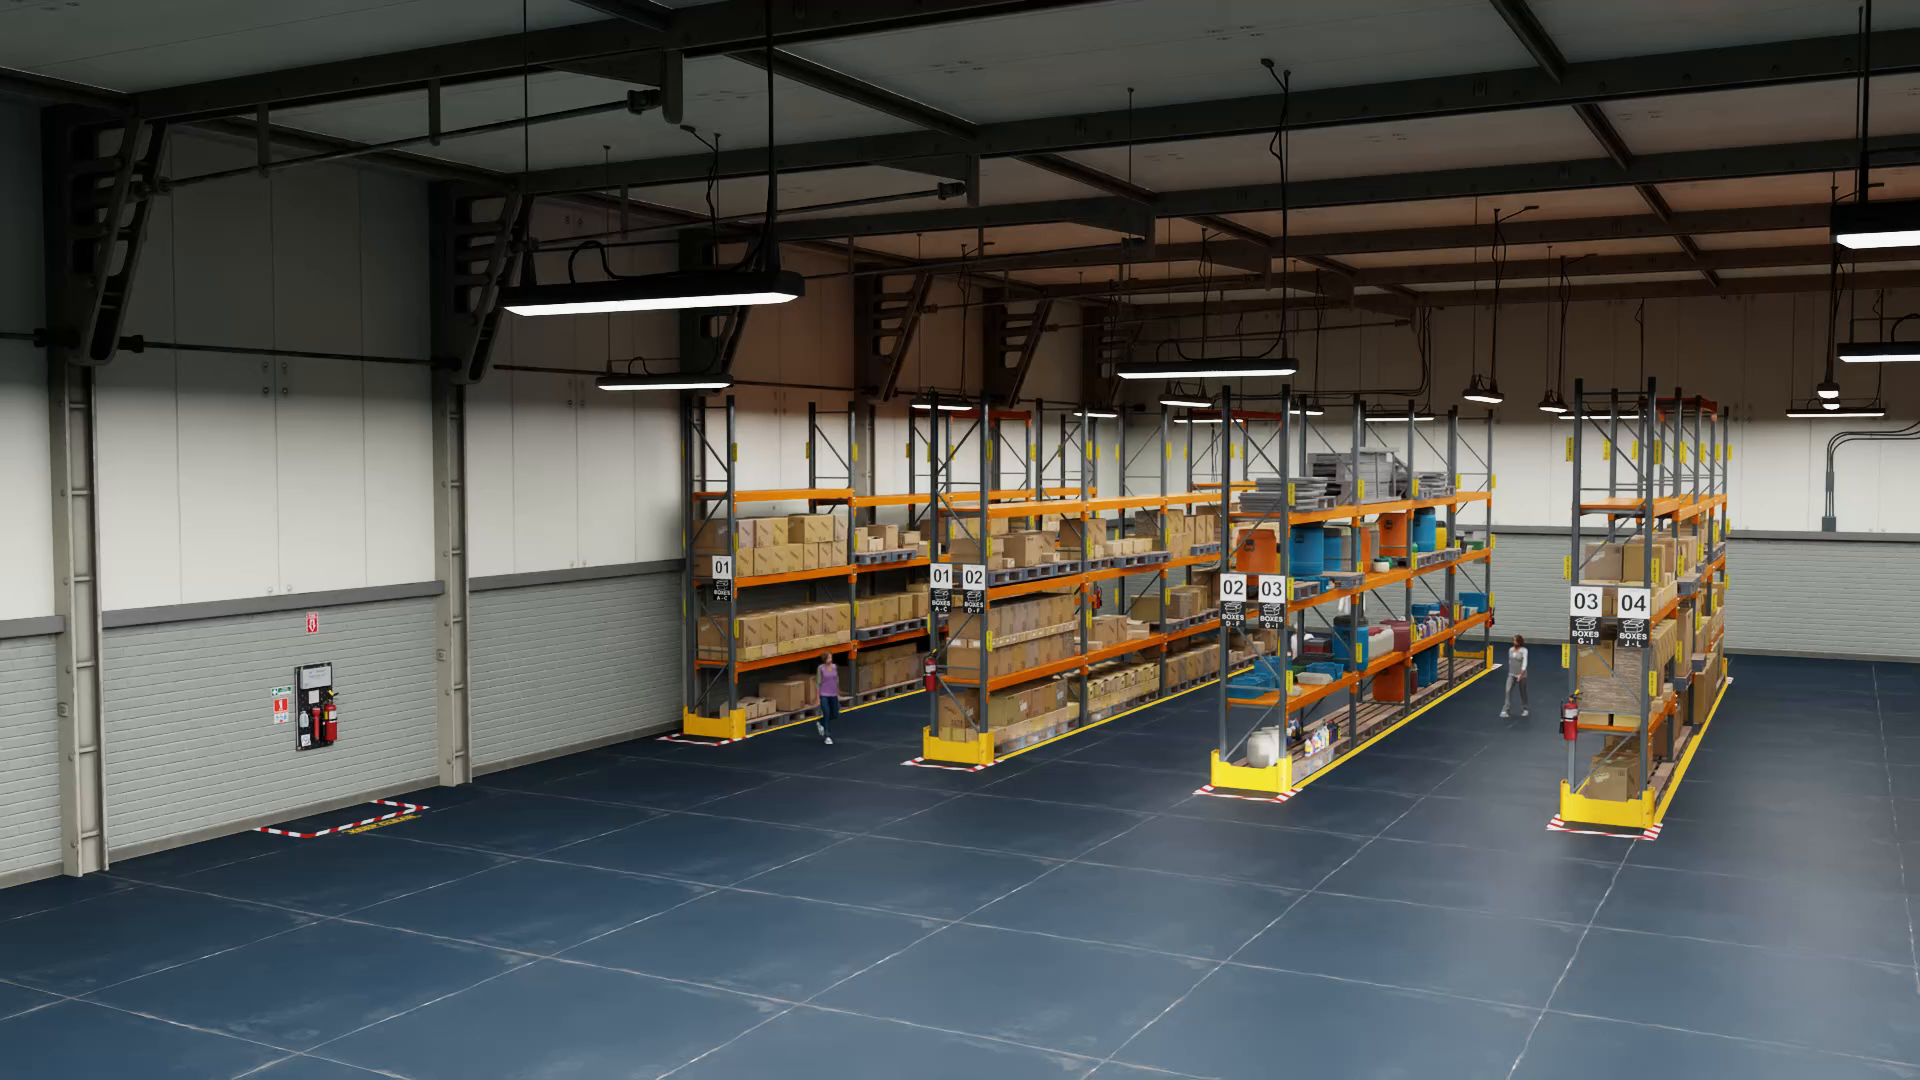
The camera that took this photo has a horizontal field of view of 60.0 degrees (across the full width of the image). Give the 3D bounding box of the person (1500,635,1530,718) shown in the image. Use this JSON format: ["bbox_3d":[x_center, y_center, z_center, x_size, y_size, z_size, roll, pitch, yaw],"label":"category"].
[{"bbox_3d":[10.445,2.559,31.244,0.428,1.554,0.898,3,4,44],"label":"person"}]

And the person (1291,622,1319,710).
[{"bbox_3d":[6.741,2.429,32.432,0.636,1.740,0.669,3,4,43],"label":"person"}]

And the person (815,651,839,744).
[{"bbox_3d":[-2.297,2.707,28.710,0.471,1.545,0.704,-2,4,-33],"label":"person"}]

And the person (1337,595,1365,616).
[{"bbox_3d":[10.153,1.844,43.190,0.652,1.713,1.142,2,3,30],"label":"person"}]
